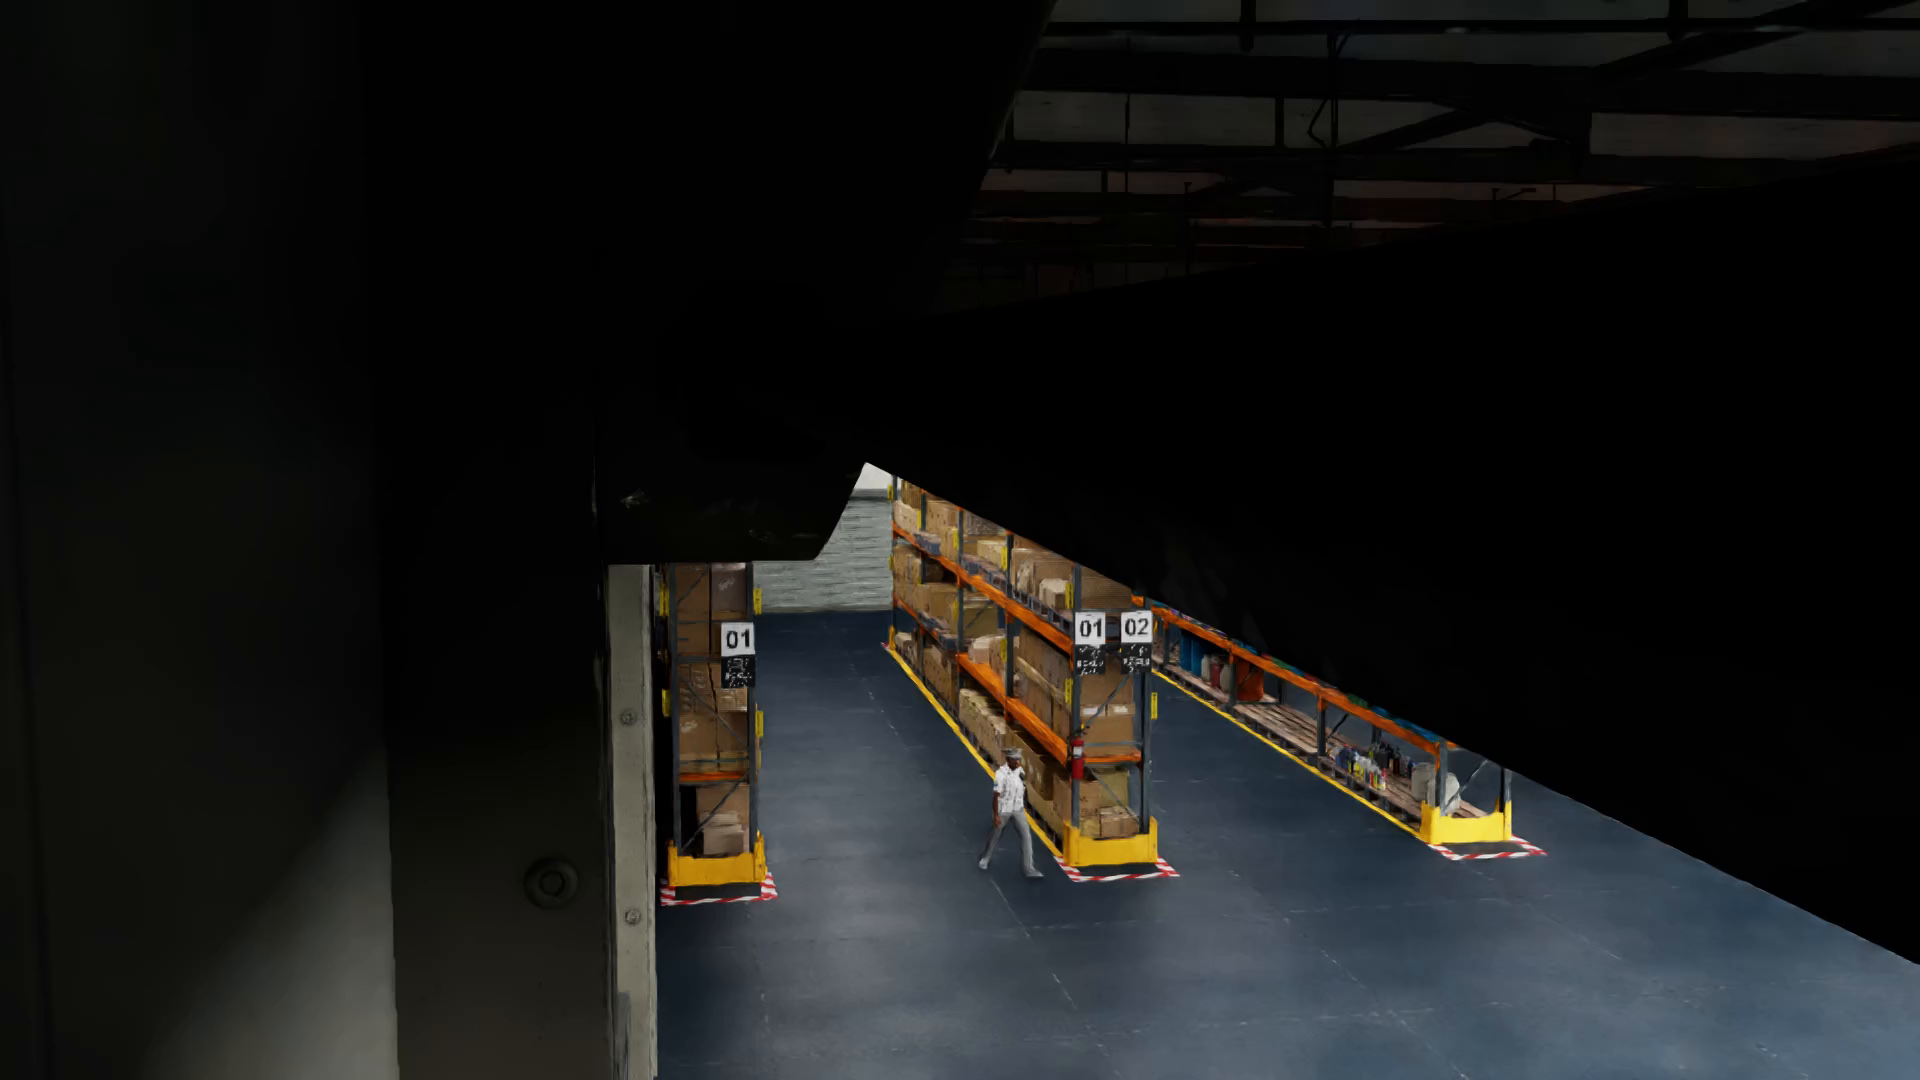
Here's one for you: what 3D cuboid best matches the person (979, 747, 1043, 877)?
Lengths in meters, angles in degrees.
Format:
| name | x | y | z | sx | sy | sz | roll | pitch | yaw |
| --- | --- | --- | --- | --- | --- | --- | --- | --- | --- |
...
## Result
| name | x | y | z | sx | sy | sz | roll | pitch | yaw |
| --- | --- | --- | --- | --- | --- | --- | --- | --- | --- |
| person | 0.599 | 3.317 | 20.486 | 0.494 | 1.617 | 0.941 | -4 | 7 | -30 |
